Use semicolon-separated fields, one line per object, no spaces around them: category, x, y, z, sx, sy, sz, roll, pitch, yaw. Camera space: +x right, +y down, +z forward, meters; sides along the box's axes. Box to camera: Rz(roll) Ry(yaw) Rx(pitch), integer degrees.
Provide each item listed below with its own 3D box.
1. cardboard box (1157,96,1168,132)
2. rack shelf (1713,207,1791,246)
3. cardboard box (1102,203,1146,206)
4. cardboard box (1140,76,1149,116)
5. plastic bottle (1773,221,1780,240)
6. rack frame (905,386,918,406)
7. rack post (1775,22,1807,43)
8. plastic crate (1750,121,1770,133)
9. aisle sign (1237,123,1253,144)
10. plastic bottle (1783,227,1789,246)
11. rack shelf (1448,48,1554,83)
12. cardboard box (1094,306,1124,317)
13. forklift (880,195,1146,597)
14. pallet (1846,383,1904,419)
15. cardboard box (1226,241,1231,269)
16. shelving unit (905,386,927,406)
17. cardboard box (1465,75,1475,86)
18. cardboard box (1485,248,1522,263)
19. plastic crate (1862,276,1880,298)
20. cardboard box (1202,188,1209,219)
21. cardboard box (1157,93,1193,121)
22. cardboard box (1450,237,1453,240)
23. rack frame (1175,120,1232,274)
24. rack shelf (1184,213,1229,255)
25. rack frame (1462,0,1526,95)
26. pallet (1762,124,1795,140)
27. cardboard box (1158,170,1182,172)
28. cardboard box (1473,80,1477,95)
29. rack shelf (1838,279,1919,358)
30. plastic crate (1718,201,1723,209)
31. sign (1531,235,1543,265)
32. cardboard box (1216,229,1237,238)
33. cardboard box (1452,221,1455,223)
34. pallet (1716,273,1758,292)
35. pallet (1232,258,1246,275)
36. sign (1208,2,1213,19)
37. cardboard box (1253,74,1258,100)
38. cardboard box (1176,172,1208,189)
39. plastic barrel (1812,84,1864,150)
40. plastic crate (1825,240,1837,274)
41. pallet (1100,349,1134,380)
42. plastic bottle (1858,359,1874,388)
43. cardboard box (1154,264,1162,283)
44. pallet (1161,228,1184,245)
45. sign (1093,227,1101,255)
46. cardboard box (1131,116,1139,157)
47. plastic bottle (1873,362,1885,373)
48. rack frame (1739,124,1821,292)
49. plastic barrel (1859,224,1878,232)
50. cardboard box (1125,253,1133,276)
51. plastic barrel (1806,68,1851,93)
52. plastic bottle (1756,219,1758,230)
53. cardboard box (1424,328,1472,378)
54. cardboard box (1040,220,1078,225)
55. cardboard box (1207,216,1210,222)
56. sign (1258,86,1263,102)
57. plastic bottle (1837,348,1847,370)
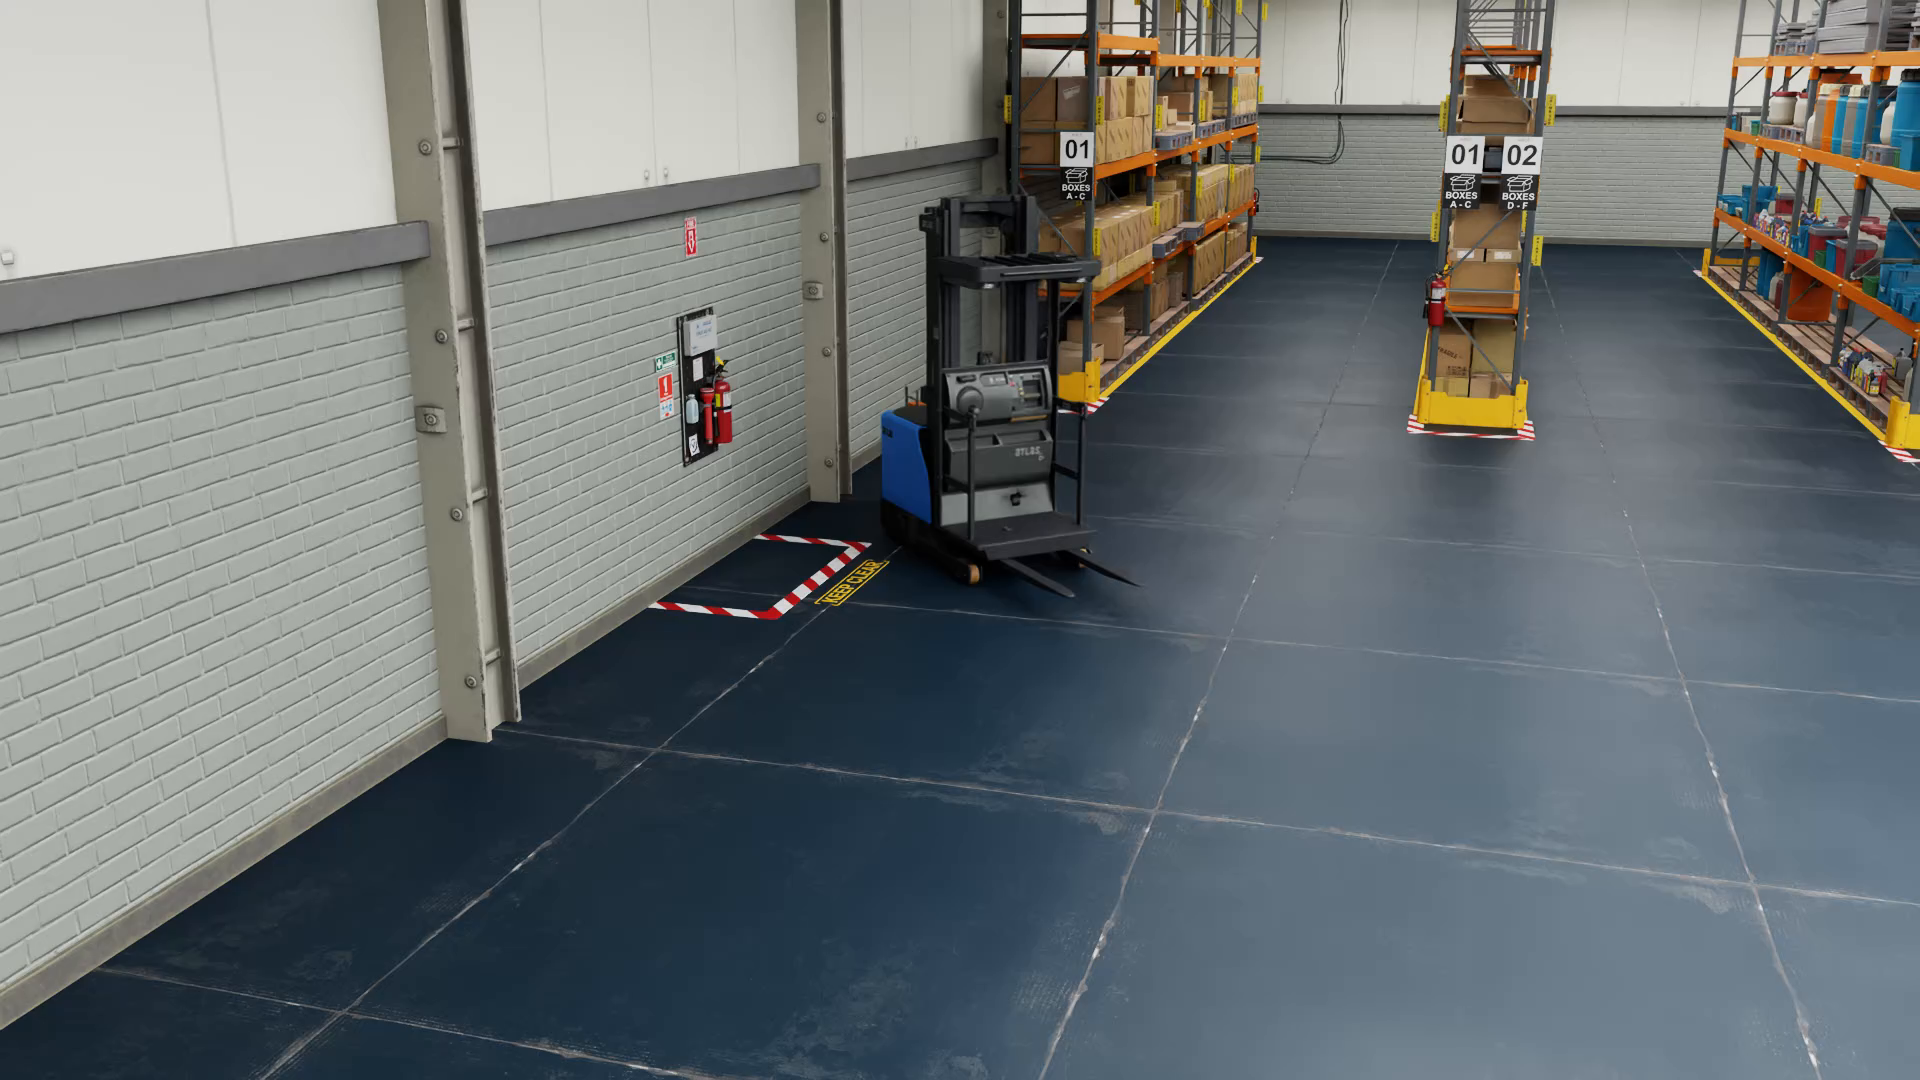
cardboard box;2.820;-6.374;24.855;0.500;0.500;0.500;4;16;14
rack shelf;14.578;-5.723;30.329;1.077;0.370;4.000;5;16;16
cardboard box;2.415;-4.612;24.102;0.700;0.500;0.500;5;16;16
cardboard box;2.209;-5.906;22.106;0.500;0.500;0.500;6;17;19
plastic bottle;12.904;-4.881;26.256;0.061;0.283;0.133;5;16;16
rack frame;-0.426;-0.755;14.793;0.015;1.200;0.240;-8;18;-25
rack post;13.740;-8.178;26.809;0.937;0.300;0.954;4;16;15
plastic crate;13.962;-7.172;28.926;0.416;0.233;0.300;5;16;16
aisle sign;5.956;-8.607;34.414;0.394;0.787;0.004;5;16;16
plastic bottle;12.644;-4.643;25.415;0.061;0.283;0.133;5;16;16
rack shelf;6.420;-5.663;19.854;1.077;0.370;4.000;5;16;16
cardboard box;1.981;-2.956;23.028;0.500;0.500;0.500;3;16;12
forklift;0.410;-1.195;13.170;1.130;2.935;3.031;-8;18;-25
pallet;11.160;-1.619;19.650;1.003;0.211;1.213;5;16;16
cardboard box;4.822;-5.502;32.040;0.700;0.500;0.500;5;17;17
shelving unit;-0.207;-0.785;14.897;0.503;1.200;0.258;-8;18;-25
cardboard box;9.363;-8.034;29.643;0.700;0.500;0.500;5;16;16
cardboard box;6.169;-3.238;18.876;0.380;0.149;0.250;5;16;15
plastic crate;11.080;-3.018;19.861;0.450;0.188;0.662;5;16;16
cardboard box;3.915;-5.712;28.206;0.500;0.500;0.500;5;17;18
cardboard box;3.454;-7.100;27.376;0.700;0.500;0.500;3;16;12
cardboard box;6.071;-3.536;19.929;0.380;0.149;0.250;5;17;18
rack frame;4.511;-6.314;31.094;1.000;3.000;0.127;5;16;16
rack shelf;3.943;-5.445;29.348;1.077;0.370;4.000;5;16;16
rack frame;9.262;-8.817;28.925;1.000;3.000;0.127;5;16;16
pallet;13.880;-6.686;27.252;1.213;0.211;1.003;5;16;16
cardboard box;3.554;-6.237;28.684;0.500;0.250;0.500;4;16;14
cardboard box;7.341;-6.081;22.906;0.500;0.500;0.500;6;17;21
rack shelf;11.168;-2.584;19.260;1.077;0.370;4.000;5;16;16
plastic crate;14.590;-6.378;31.692;0.250;0.136;0.298;5;16;16
sign;6.382;-3.202;18.389;0.100;0.325;0.005;5;16;16
cardboard box;5.242;-6.026;32.699;0.380;0.149;0.250;4;16;14
cardboard box;6.726;-4.143;22.067;0.380;0.149;0.250;5;16;16
pallet;14.526;-4.720;30.584;1.003;0.211;1.213;5;16;16
pallet;5.147;-5.486;33.284;1.003;0.211;1.213;5;16;16
sign;5.117;-10.817;33.974;0.100;0.325;0.005;5;16;16
cardboard box;5.701;-9.130;33.472;0.500;0.500;0.500;5;16;16
cardboard box;3.902;-6.069;28.090;0.500;0.250;0.500;4;16;15
plastic barrel;12.431;-5.986;23.520;0.600;0.901;0.600;0;16;0
plastic crate;11.751;-3.758;22.111;0.392;0.384;0.575;5;16;16
pallet;1.736;-2.381;22.338;1.003;0.211;1.213;5;16;16
plastic bottle;10.882;-2.002;19.939;0.144;0.351;0.185;5;17;18
cardboard box;2.856;-4.166;25.921;0.500;0.250;0.500;5;16;16
pallet;2.851;-4.655;25.594;1.003;0.211;1.213;5;16;16
sign;1.621;-3.549;19.759;0.100;0.325;0.005;5;16;16
cardboard box;2.054;-5.292;21.772;0.500;0.500;0.500;4;16;14
plastic bottle;11.084;-2.010;20.104;0.152;0.276;0.135;5;16;16
rack frame;14.010;-5.546;28.386;1.000;3.000;0.127;5;16;16
plastic barrel;12.666;-4.158;23.285;0.421;0.512;0.421;0;16;0
cardboard box;1.974;-3.617;21.824;0.500;0.250;0.500;5;17;16
plastic barrel;13.671;-6.974;26.235;0.600;0.901;0.708;5;16;16
plastic bottle;13.443;-5.321;27.957;0.097;0.201;0.097;0;16;0
cardboard box;5.718;-2.195;19.466;0.500;0.500;0.500;5;16;16
cardboard box;1.183;-3.744;20.896;0.500;0.500;0.500;5;17;17
cardboard box;4.197;-5.695;29.335;0.380;0.149;0.250;5;17;18
sign;6.164;-9.146;34.103;0.100;0.325;0.005;5;16;16
plastic bottle;11.225;-2.303;21.145;0.097;0.271;0.097;0;16;0
